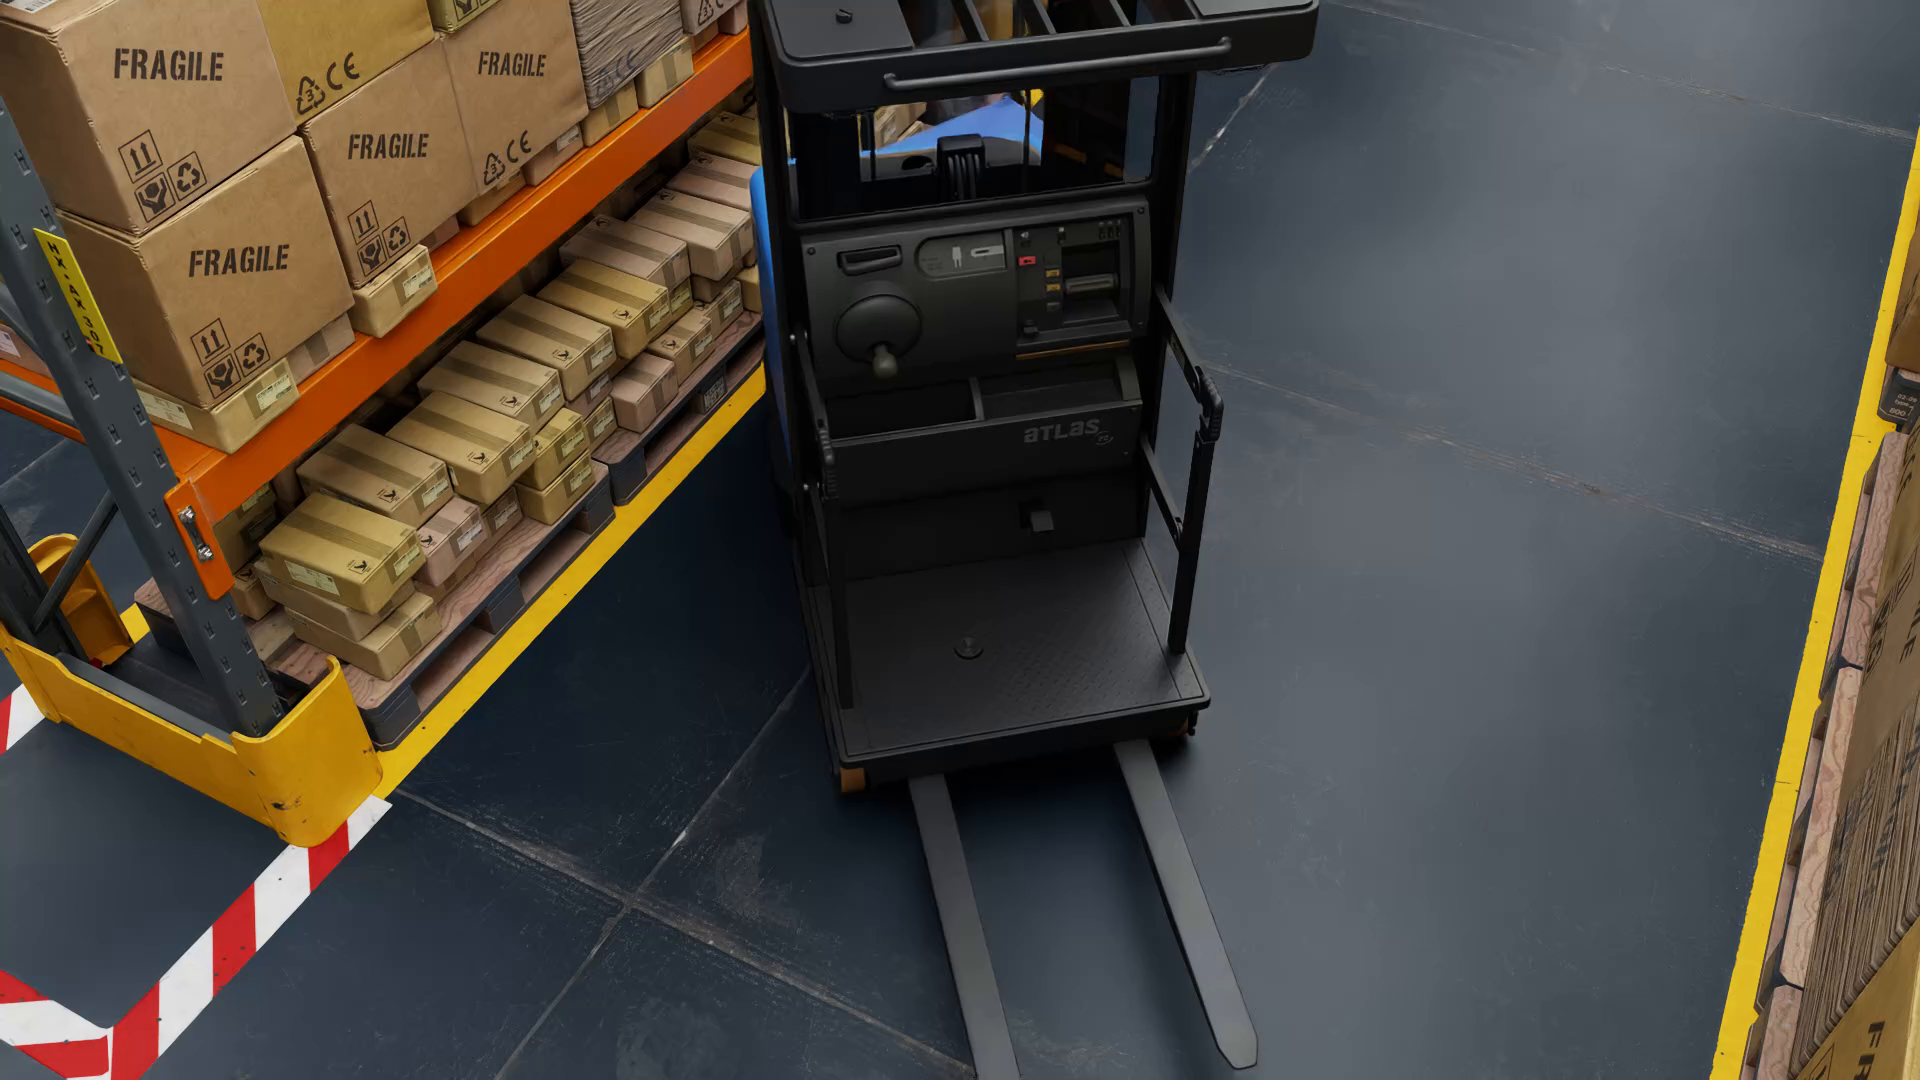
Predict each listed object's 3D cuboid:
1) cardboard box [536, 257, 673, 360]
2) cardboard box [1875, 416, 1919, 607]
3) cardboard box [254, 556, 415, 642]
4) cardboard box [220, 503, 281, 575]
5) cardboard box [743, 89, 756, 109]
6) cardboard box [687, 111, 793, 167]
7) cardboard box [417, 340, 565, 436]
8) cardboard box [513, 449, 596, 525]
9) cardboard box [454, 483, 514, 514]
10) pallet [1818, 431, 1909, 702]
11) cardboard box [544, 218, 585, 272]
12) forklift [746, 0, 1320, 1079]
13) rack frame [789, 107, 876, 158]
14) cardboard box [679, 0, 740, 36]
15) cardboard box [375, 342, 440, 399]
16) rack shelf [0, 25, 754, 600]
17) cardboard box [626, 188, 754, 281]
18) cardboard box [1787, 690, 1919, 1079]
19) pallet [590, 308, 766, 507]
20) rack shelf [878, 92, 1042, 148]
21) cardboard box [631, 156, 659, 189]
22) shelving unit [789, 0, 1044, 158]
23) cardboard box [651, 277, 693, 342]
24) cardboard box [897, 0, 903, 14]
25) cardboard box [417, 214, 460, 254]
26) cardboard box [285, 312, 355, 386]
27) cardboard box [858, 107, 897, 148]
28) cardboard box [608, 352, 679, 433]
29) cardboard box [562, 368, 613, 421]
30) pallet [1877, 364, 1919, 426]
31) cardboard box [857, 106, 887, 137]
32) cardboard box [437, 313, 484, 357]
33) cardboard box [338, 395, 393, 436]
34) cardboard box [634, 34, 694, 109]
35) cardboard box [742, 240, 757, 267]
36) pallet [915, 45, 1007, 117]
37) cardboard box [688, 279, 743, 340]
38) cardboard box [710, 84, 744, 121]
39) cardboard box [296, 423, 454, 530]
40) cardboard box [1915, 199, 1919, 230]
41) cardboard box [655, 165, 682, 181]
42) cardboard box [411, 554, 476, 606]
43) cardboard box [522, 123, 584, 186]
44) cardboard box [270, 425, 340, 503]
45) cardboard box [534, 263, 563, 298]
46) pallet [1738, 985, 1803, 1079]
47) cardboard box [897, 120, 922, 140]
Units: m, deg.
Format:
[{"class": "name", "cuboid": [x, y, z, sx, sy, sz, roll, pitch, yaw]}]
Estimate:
[{"class": "cardboard box", "cuboid": [-1.221, -0.799, 5.722, 0.380, 0.149, 0.250, 21, 49, 20]}, {"class": "cardboard box", "cuboid": [3.467, -0.221, 5.058, 0.875, 0.875, 0.875, 20, 49, 19]}, {"class": "cardboard box", "cuboid": [-1.888, 0.114, 5.029, 0.380, 0.149, 0.250, 22, 49, 21]}, {"class": "cardboard box", "cuboid": [-2.367, -0.068, 5.208, 0.380, 0.149, 0.250, 19, 48, 18]}, {"class": "cardboard box", "cuboid": [-0.992, -1.849, 6.969, 0.380, 0.149, 0.250, 21, 49, 19]}, {"class": "cardboard box", "cuboid": [-0.819, -1.484, 6.399, 0.380, 0.149, 0.250, 22, 49, 20]}, {"class": "cardboard box", "cuboid": [-1.521, -0.477, 5.403, 0.380, 0.149, 0.250, 18, 48, 17]}, {"class": "cardboard box", "cuboid": [-1.458, -0.236, 5.584, 0.380, 0.149, 0.250, 21, 49, 20]}, {"class": "cardboard box", "cuboid": [-1.676, -0.224, 5.362, 0.380, 0.149, 0.250, 21, 49, 20]}, {"class": "pallet", "cuboid": [3.422, 0.224, 5.380, 1.003, 0.211, 1.213, 20, 49, 19]}, {"class": "cardboard box", "cuboid": [-1.594, -1.141, 6.059, 0.380, 0.149, 0.250, 21, 49, 19]}, {"class": "forklift", "cuboid": [0.100, -0.569, 4.252, 1.130, 2.935, 3.031, -9, 46, -8]}, {"class": "rack frame", "cuboid": [-0.447, -1.260, 5.939, 0.032, 1.500, 0.500, -28, 52, -25]}, {"class": "cardboard box", "cuboid": [-0.951, -2.013, 5.351, 0.500, 0.500, 0.500, 20, 49, 19]}, {"class": "cardboard box", "cuboid": [-1.986, -0.649, 5.574, 0.380, 0.149, 0.250, 19, 48, 18]}, {"class": "rack shelf", "cuboid": [-1.430, -1.398, 5.528, 1.077, 0.370, 4.000, 20, 49, 19]}, {"class": "cardboard box", "cuboid": [-0.977, -1.109, 6.028, 0.380, 0.149, 0.250, 19, 48, 18]}, {"class": "cardboard box", "cuboid": [2.636, 0.907, 3.943, 0.875, 0.875, 0.875, 20, 49, 19]}, {"class": "pallet", "cuboid": [-1.348, -0.724, 6.317, 1.003, 0.211, 1.213, 20, 49, 19]}, {"class": "rack shelf", "cuboid": [-0.043, -1.352, 6.283, 1.000, 0.185, 0.538, -28, 52, -25]}, {"class": "cardboard box", "cuboid": [-1.391, -1.482, 6.397, 0.380, 0.149, 0.250, 21, 49, 20]}, {"class": "shelving unit", "cuboid": [-0.042, -1.478, 6.155, 1.048, 1.500, 0.538, -28, 52, -25]}, {"class": "cardboard box", "cuboid": [-1.198, -0.899, 6.030, 0.380, 0.149, 0.250, 23, 50, 21]}, {"class": "cardboard box", "cuboid": [-0.382, -2.729, 7.801, 0.500, 0.500, 0.500, 20, 49, 18]}, {"class": "cardboard box", "cuboid": [-1.665, -0.933, 4.740, 0.380, 0.149, 0.250, 23, 50, 21]}, {"class": "cardboard box", "cuboid": [-1.837, -0.572, 4.383, 0.380, 0.149, 0.250, 22, 49, 20]}, {"class": "cardboard box", "cuboid": [-0.481, -1.683, 6.804, 0.380, 0.149, 0.250, 18, 48, 17]}, {"class": "cardboard box", "cuboid": [-1.232, -0.557, 5.900, 0.380, 0.149, 0.250, 18, 48, 17]}, {"class": "cardboard box", "cuboid": [-1.422, -0.548, 5.682, 0.380, 0.149, 0.250, 18, 48, 17]}, {"class": "pallet", "cuboid": [4.136, -0.740, 6.333, 1.003, 0.211, 1.213, 20, 49, 19]}, {"class": "cardboard box", "cuboid": [-0.520, -1.781, 6.692, 0.380, 0.149, 0.250, 21, 49, 20]}, {"class": "cardboard box", "cuboid": [-1.898, -0.726, 5.859, 0.380, 0.149, 0.250, 21, 49, 20]}, {"class": "cardboard box", "cuboid": [-2.127, -0.396, 5.532, 0.380, 0.149, 0.250, 19, 48, 17]}, {"class": "cardboard box", "cuboid": [-1.089, -1.557, 5.356, 0.380, 0.149, 0.250, 21, 49, 20]}, {"class": "cardboard box", "cuboid": [-0.894, -1.216, 6.342, 0.380, 0.149, 0.250, 22, 49, 20]}, {"class": "pallet", "cuboid": [-0.142, -2.422, 7.995, 1.003, 0.211, 1.213, 20, 49, 19]}, {"class": "cardboard box", "cuboid": [-1.043, -0.903, 6.242, 0.380, 0.149, 0.250, 21, 49, 20]}, {"class": "cardboard box", "cuboid": [-1.100, -1.787, 6.698, 0.380, 0.149, 0.250, 20, 49, 19]}, {"class": "cardboard box", "cuboid": [-1.793, -0.177, 5.107, 0.380, 0.149, 0.250, 21, 49, 20]}, {"class": "cardboard box", "cuboid": [4.538, -1.583, 6.404, 1.225, 0.875, 0.875, 19, 48, 18]}, {"class": "cardboard box", "cuboid": [-1.201, -1.515, 6.638, 0.380, 0.149, 0.250, 18, 48, 17]}, {"class": "cardboard box", "cuboid": [-1.783, 0.047, 5.303, 0.380, 0.149, 0.250, 20, 49, 19]}, {"class": "cardboard box", "cuboid": [-1.378, -1.242, 5.045, 0.380, 0.149, 0.250, 20, 49, 18]}, {"class": "cardboard box", "cuboid": [-2.170, -0.302, 5.230, 0.380, 0.149, 0.250, 21, 49, 20]}, {"class": "cardboard box", "cuboid": [-1.659, -1.064, 6.193, 0.380, 0.149, 0.250, 21, 49, 19]}, {"class": "pallet", "cuboid": [2.289, 1.761, 3.861, 1.003, 0.211, 1.213, 20, 49, 19]}, {"class": "cardboard box", "cuboid": [-0.382, -1.697, 7.027, 0.380, 0.149, 0.250, 21, 49, 20]}]
